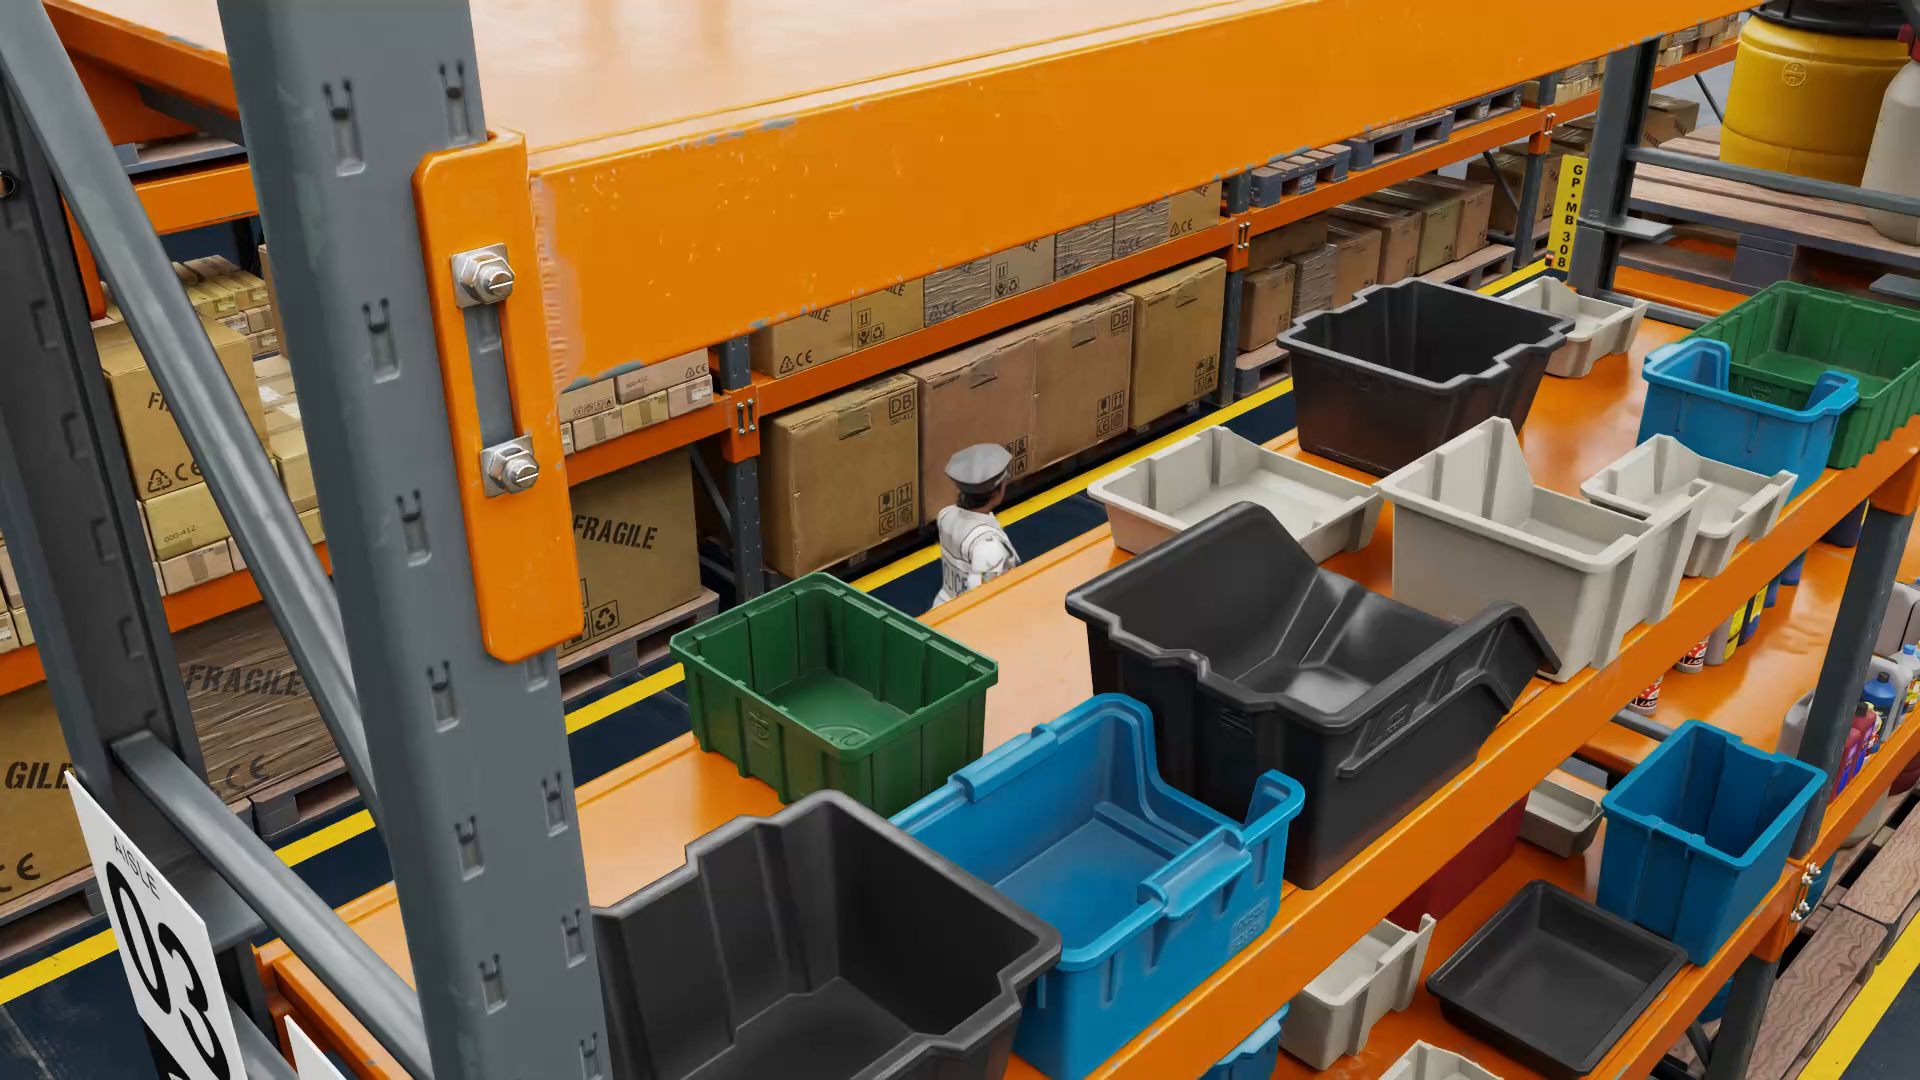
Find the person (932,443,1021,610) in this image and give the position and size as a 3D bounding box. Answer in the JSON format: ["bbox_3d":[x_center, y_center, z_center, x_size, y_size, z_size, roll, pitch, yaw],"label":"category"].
[{"bbox_3d":[0.030,0.435,6.771,0.511,1.695,0.545,-15,31,-26],"label":"person"}]
